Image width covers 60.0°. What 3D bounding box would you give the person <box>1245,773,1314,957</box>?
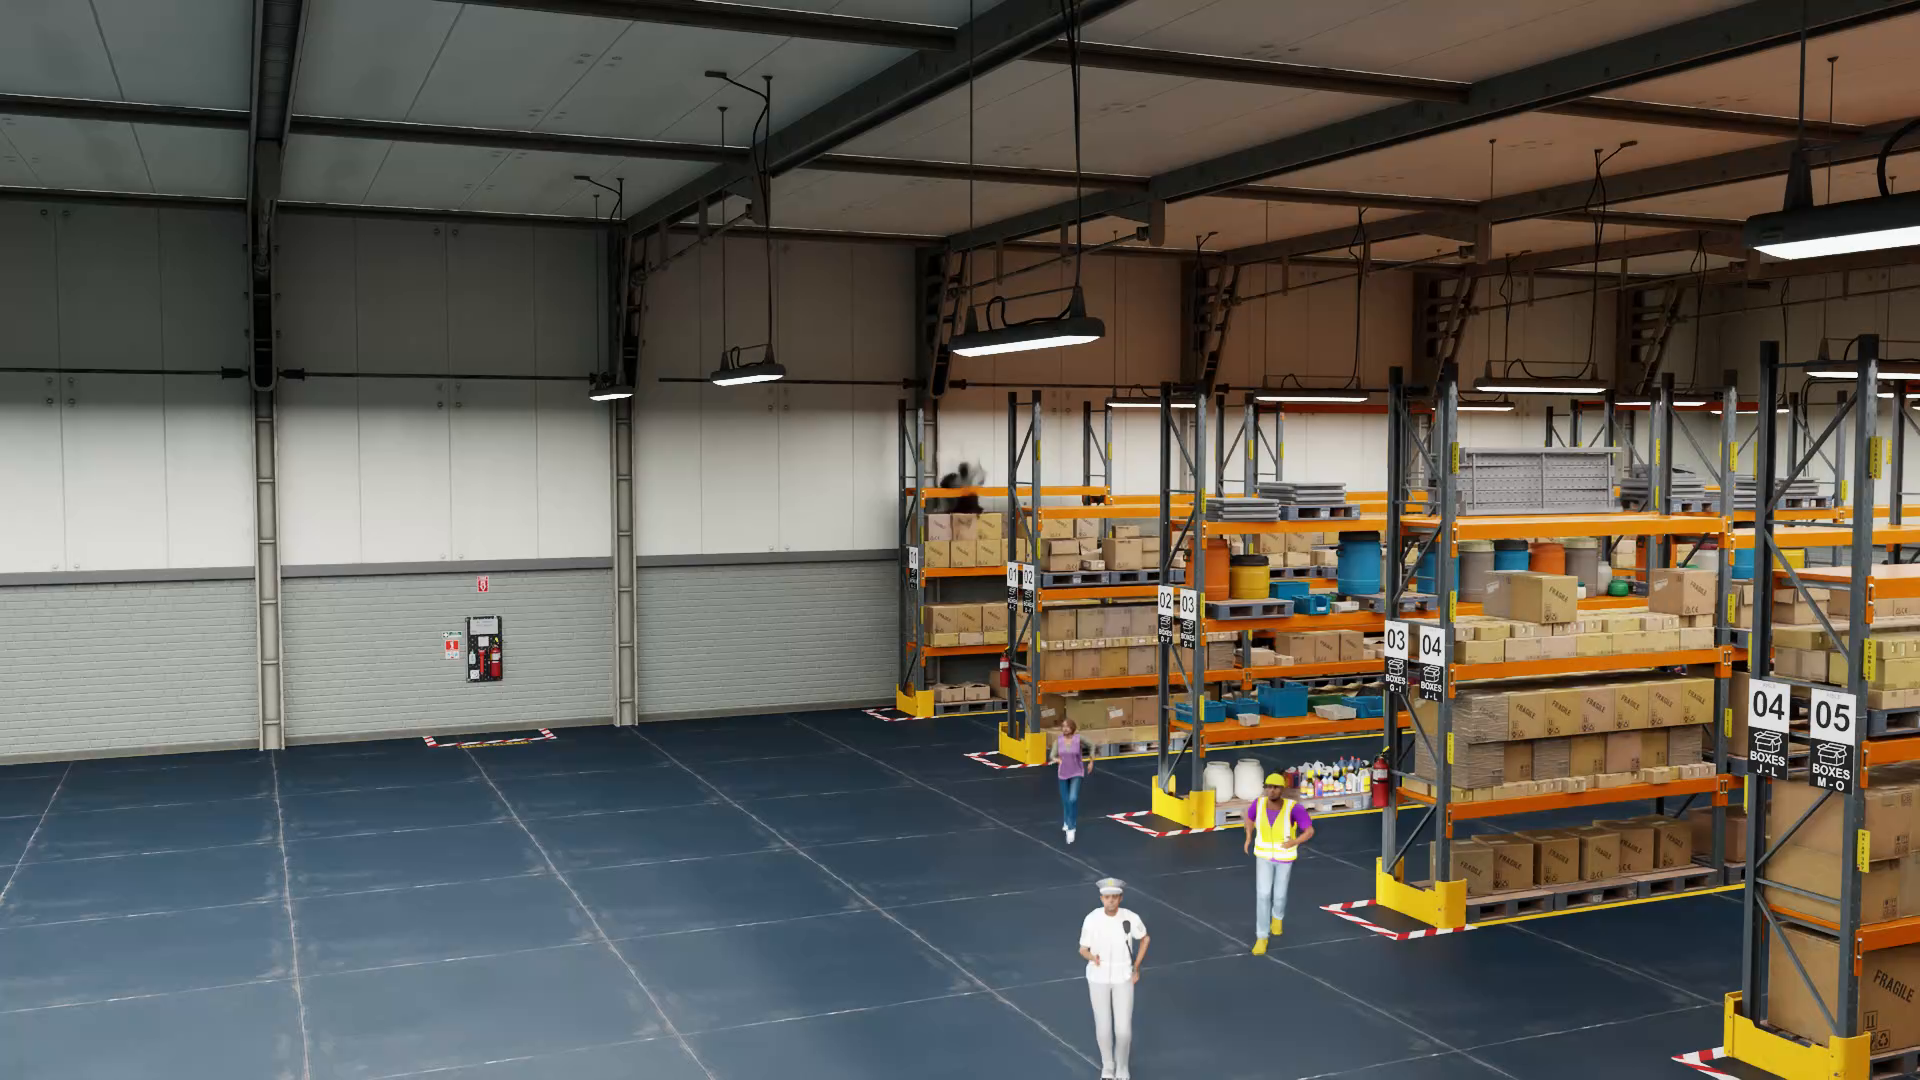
[{"bbox_3d":[3.262,3.273,17.032,0.715,1.808,0.862,1,4,19],"label":"person"}]

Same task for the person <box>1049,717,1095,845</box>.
[{"bbox_3d":[1.451,3.101,21.592,0.547,1.620,0.827,1,4,18],"label":"person"}]

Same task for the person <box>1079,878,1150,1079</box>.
[{"bbox_3d":[1.223,3.547,13.290,0.557,1.706,0.633,1,3,9],"label":"person"}]
